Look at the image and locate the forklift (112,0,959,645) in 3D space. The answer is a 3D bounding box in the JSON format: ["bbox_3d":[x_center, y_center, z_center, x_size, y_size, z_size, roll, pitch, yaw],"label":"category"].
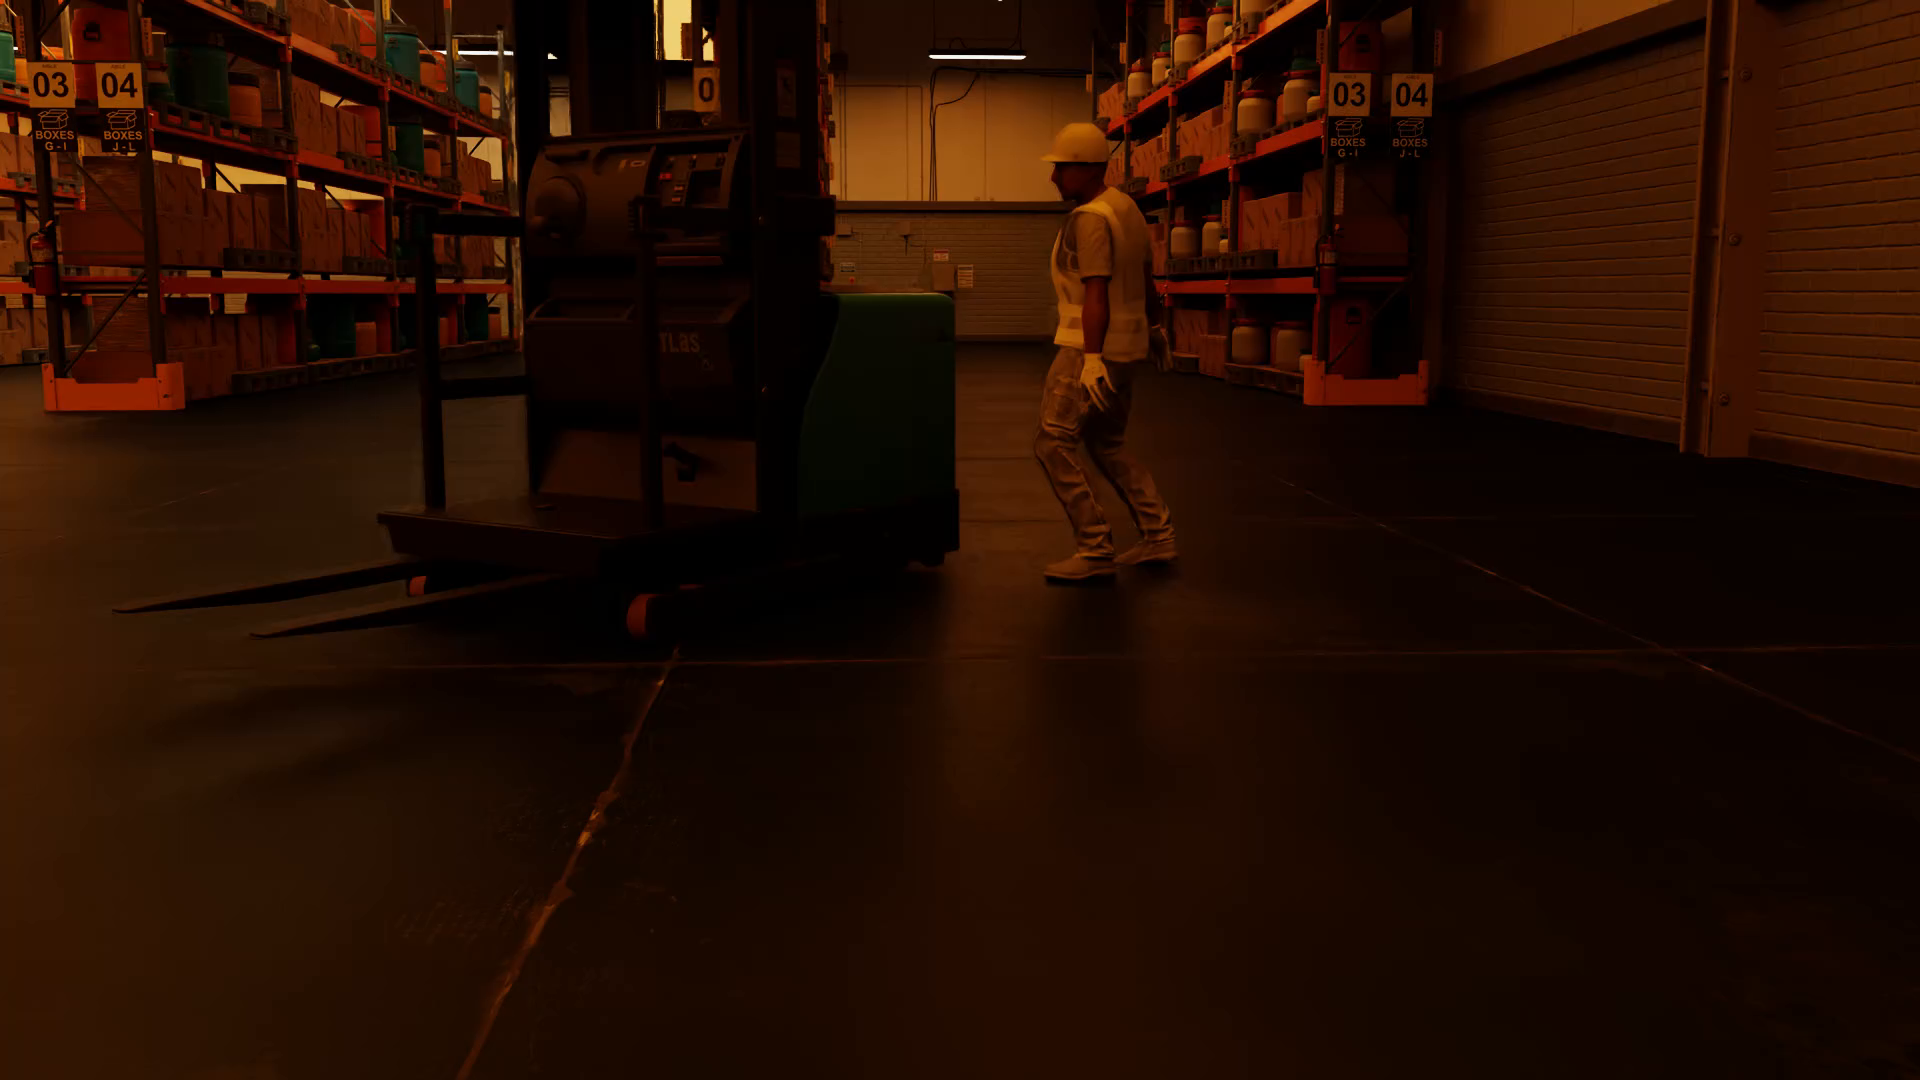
[{"bbox_3d":[-1.218,-1.203,5.432,1.130,2.935,3.031,5,10,32],"label":"forklift"}]

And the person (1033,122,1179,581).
[{"bbox_3d":[0.594,-0.729,6.490,0.486,1.741,0.907,4,9,26],"label":"person"}]
